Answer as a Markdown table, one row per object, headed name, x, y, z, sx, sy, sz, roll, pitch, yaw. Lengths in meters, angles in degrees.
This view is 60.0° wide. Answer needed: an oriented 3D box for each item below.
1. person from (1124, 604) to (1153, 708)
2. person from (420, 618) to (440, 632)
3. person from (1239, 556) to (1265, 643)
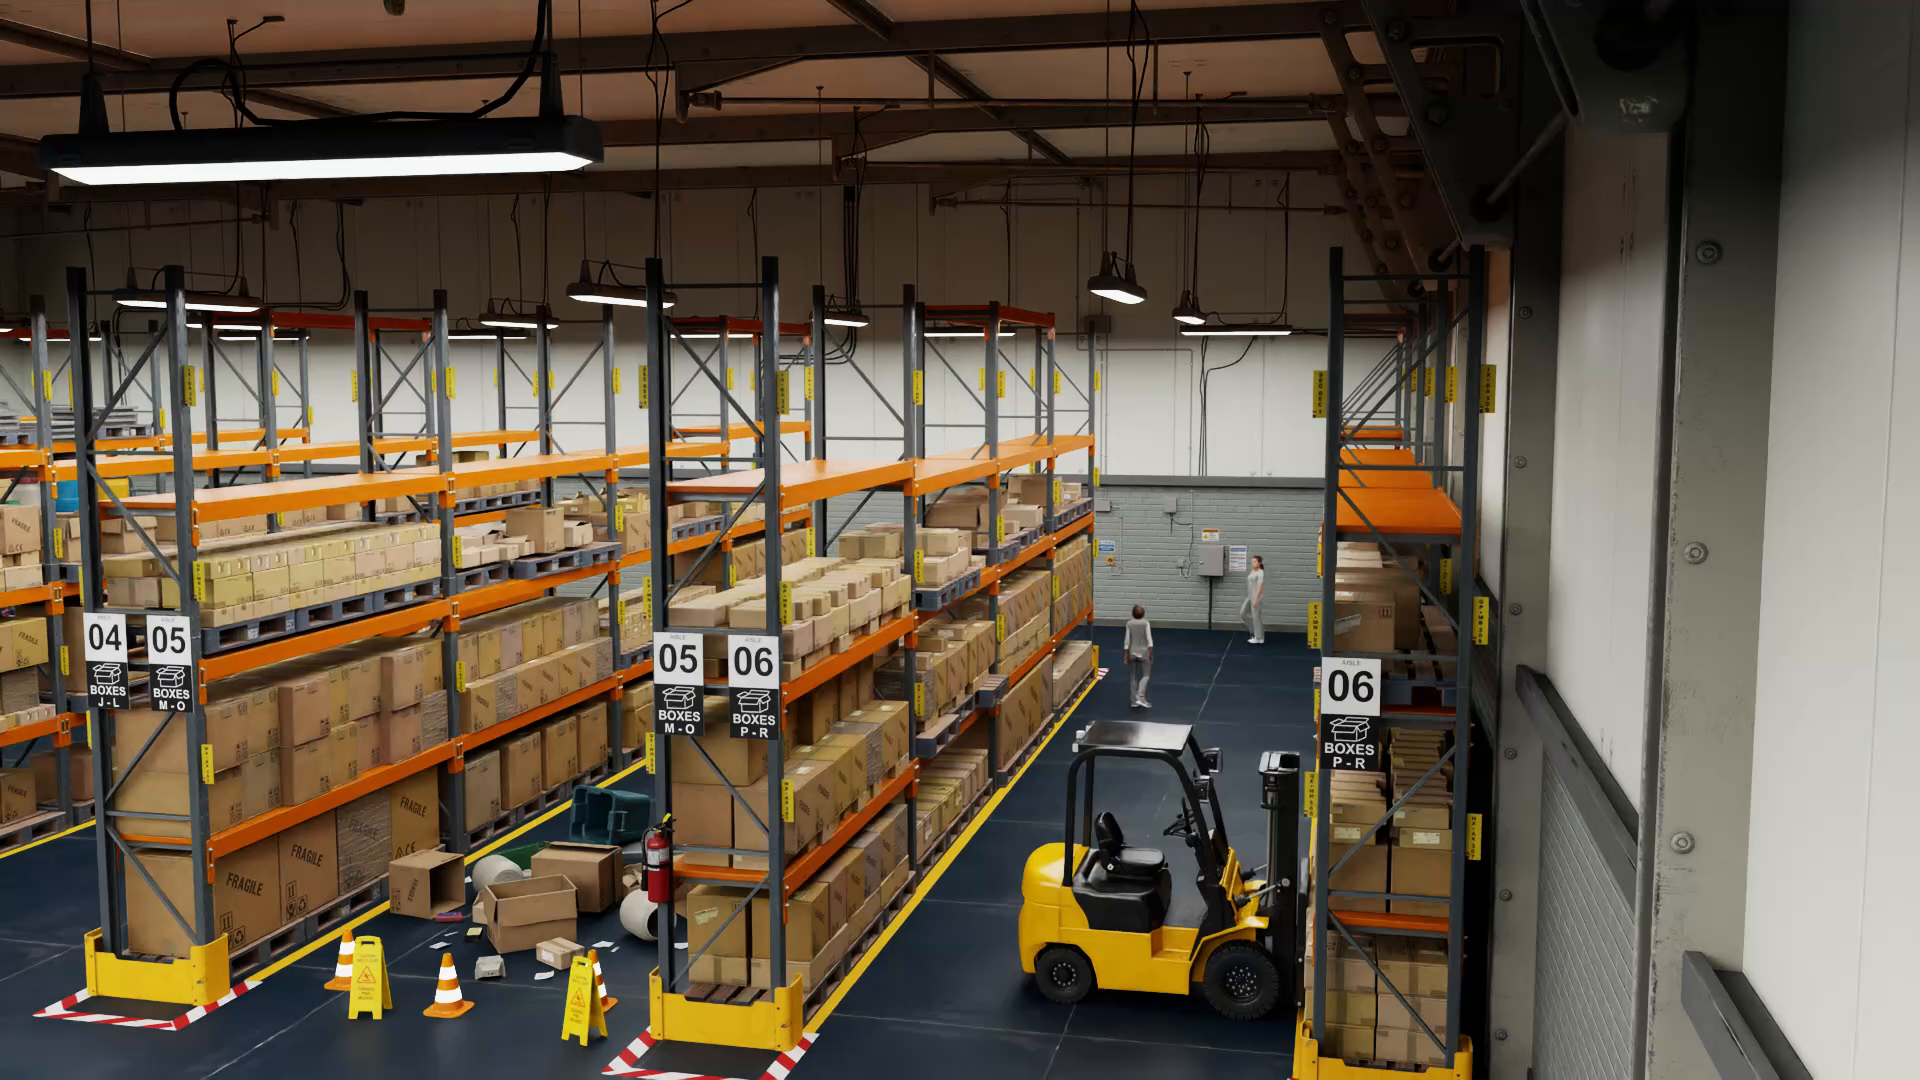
| name | x | y | z | sx | sy | sz | roll | pitch | yaw |
| --- | --- | --- | --- | --- | --- | --- | --- | --- | --- |
| person | 2.738 | 1.792 | 25.563 | 0.454 | 1.600 | 0.439 | 2 | 6 | 17 |
| person | -7.629 | 1.867 | 24.125 | 0.529 | 1.702 | 0.978 | 0 | 6 | 4 |
| person | 5.564 | 1.140 | 31.569 | 0.440 | 1.663 | 0.490 | -1 | 6 | -8 |
